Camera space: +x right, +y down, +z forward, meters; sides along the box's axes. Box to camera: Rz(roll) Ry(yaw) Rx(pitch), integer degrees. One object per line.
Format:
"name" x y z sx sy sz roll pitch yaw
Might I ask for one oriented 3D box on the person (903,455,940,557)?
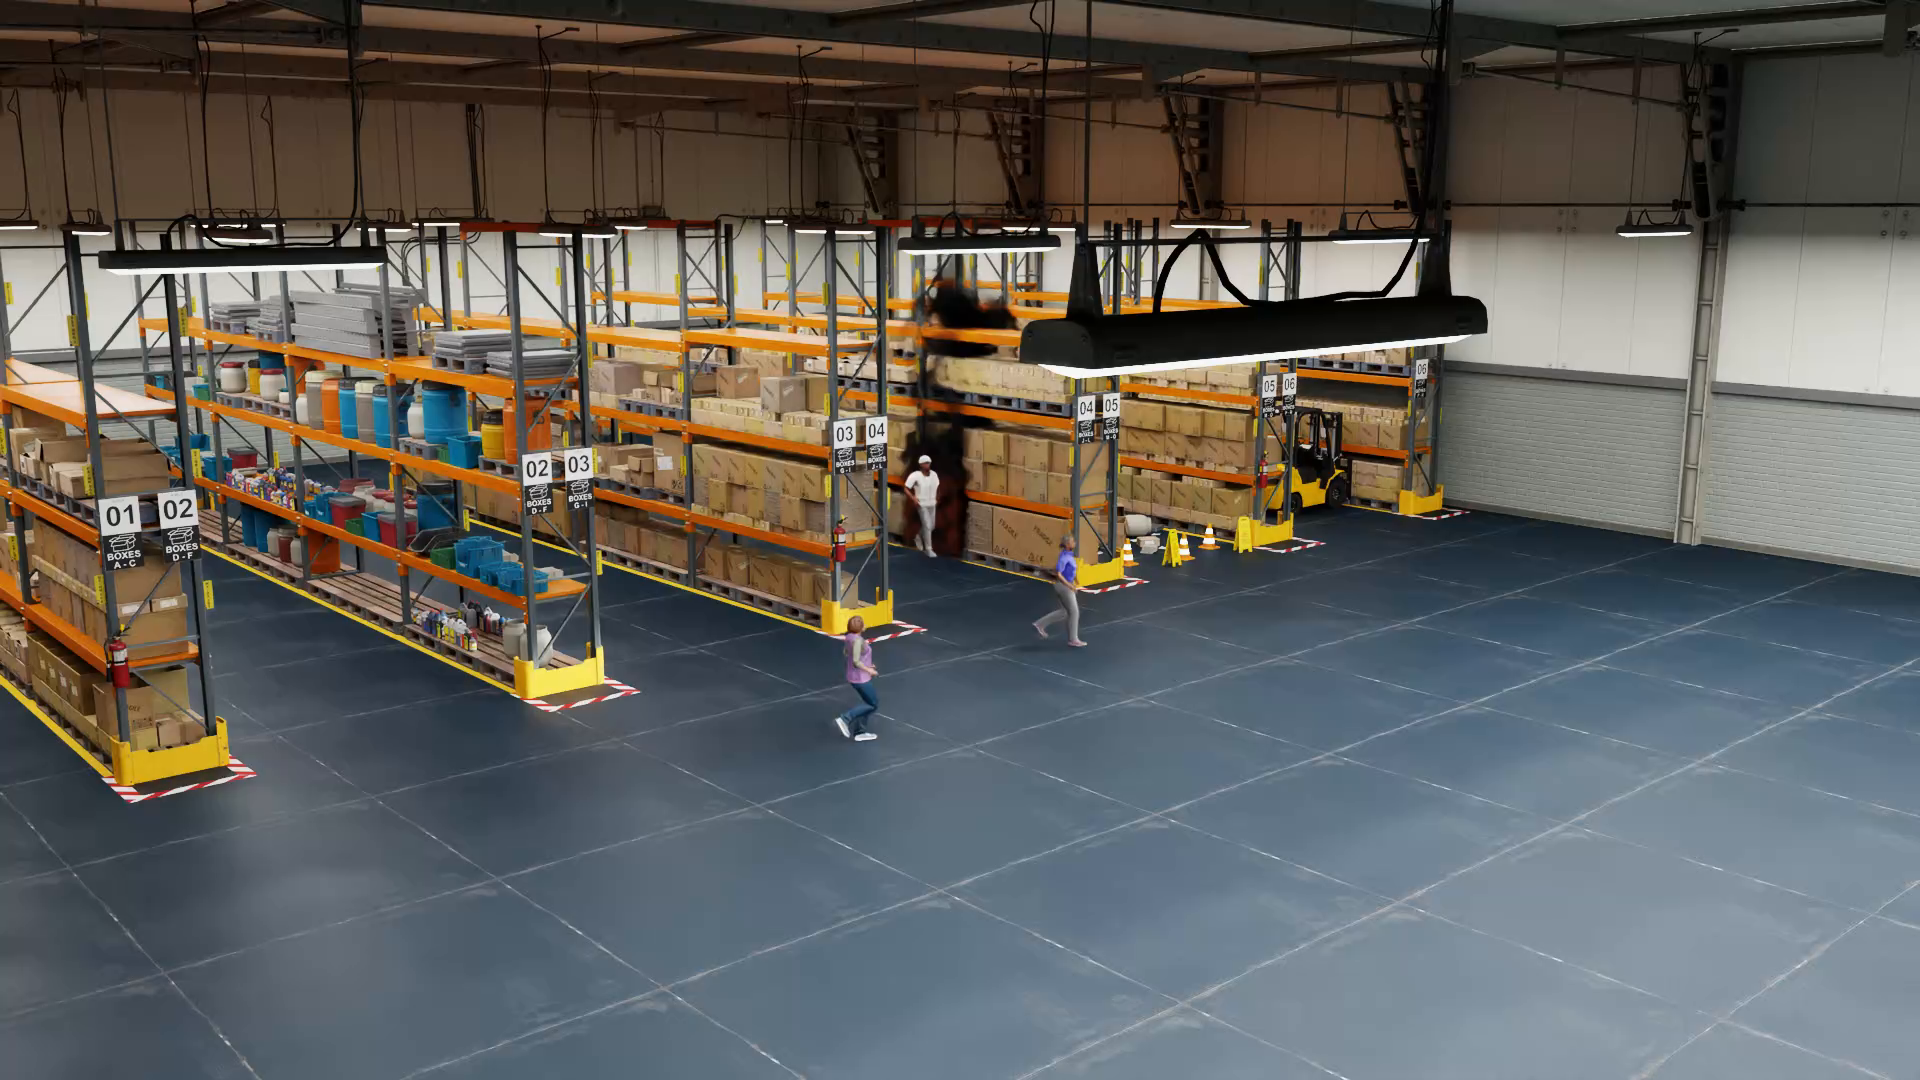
"person" -0.618 -0.612 29.058 0.713 1.761 0.729 -8 14 -36

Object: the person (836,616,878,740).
"person" -1.231 1.650 19.777 0.565 1.547 0.537 -4 12 -21

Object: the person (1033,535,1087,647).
"person" 1.465 0.728 24.093 0.767 1.651 0.574 0 11 0

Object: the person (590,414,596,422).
"person" -9.058 -2.686 40.936 0.897 1.714 0.639 -9 14 -37
